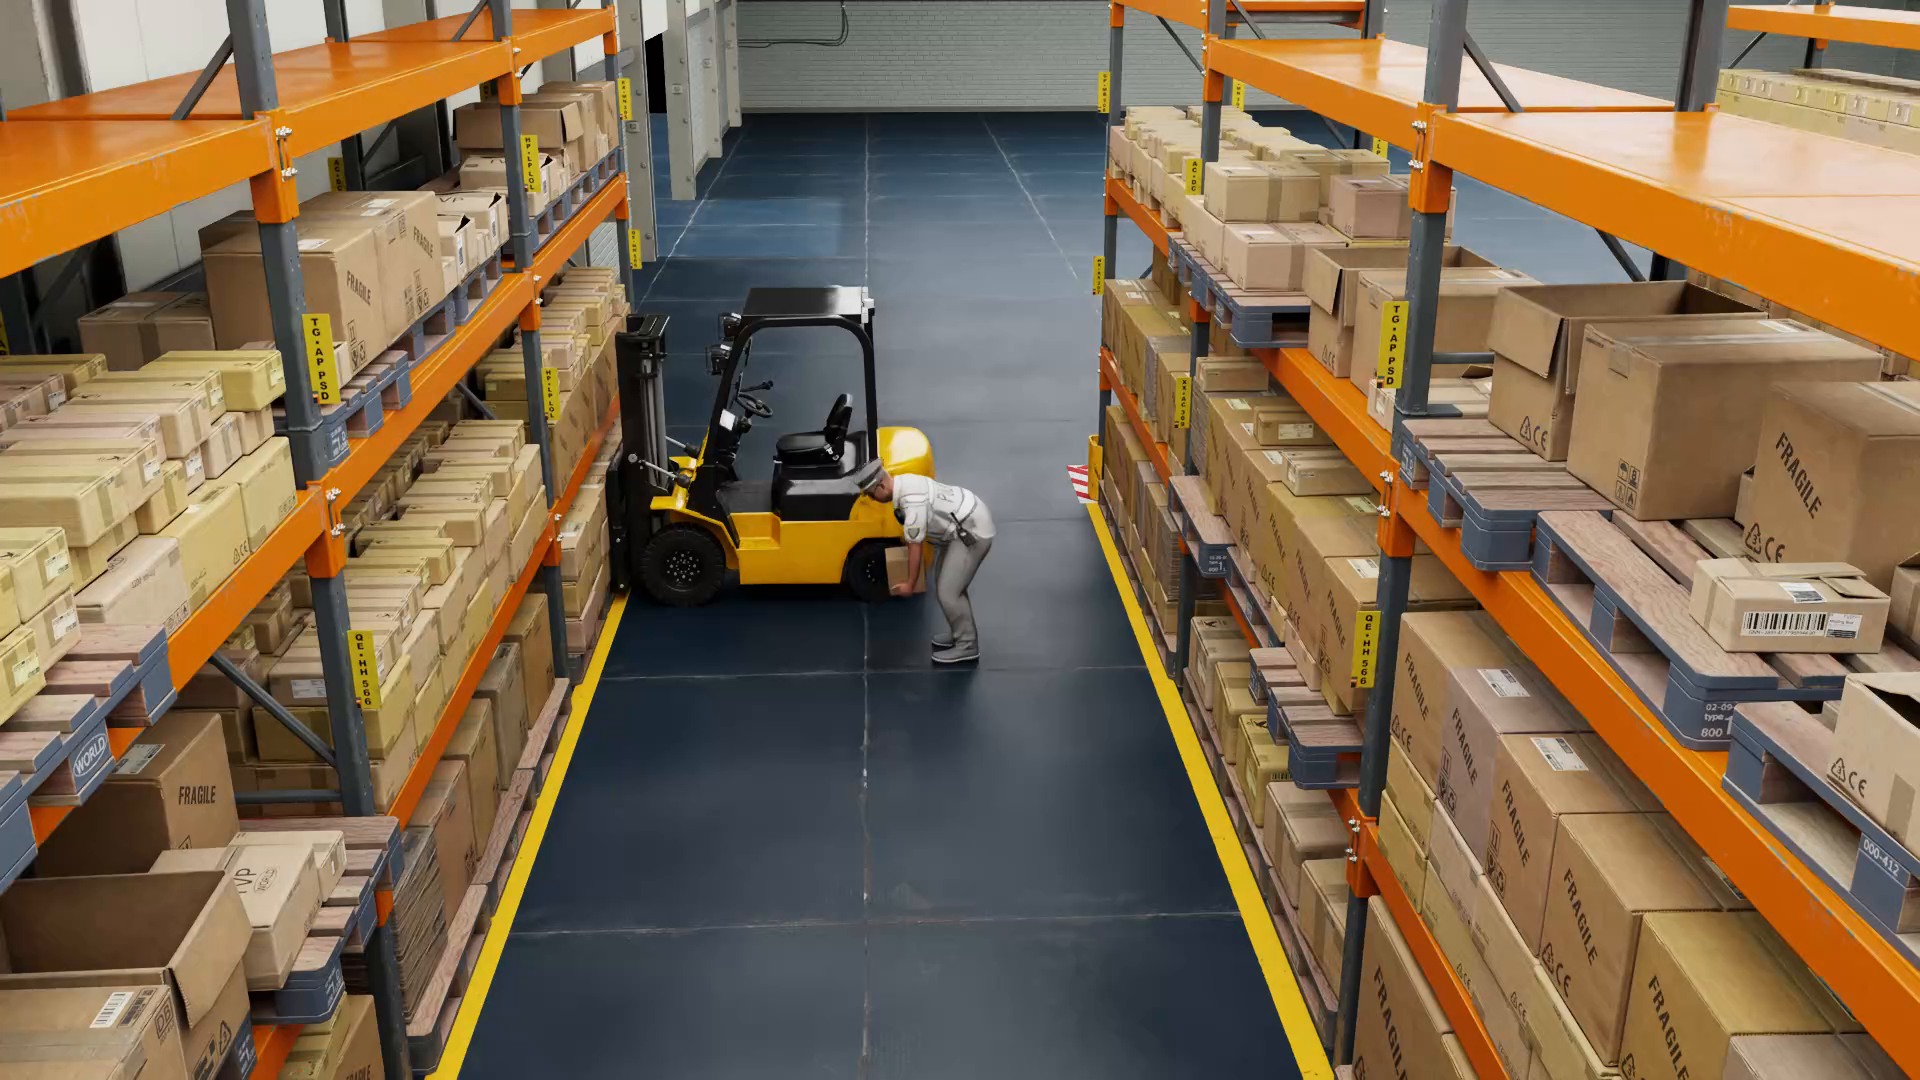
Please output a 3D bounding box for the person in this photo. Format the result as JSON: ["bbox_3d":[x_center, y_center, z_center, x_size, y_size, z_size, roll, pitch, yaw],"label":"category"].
[{"bbox_3d":[-0.240,0.123,11.235,0.962,1.413,0.501,-2,20,-4],"label":"person"}]
